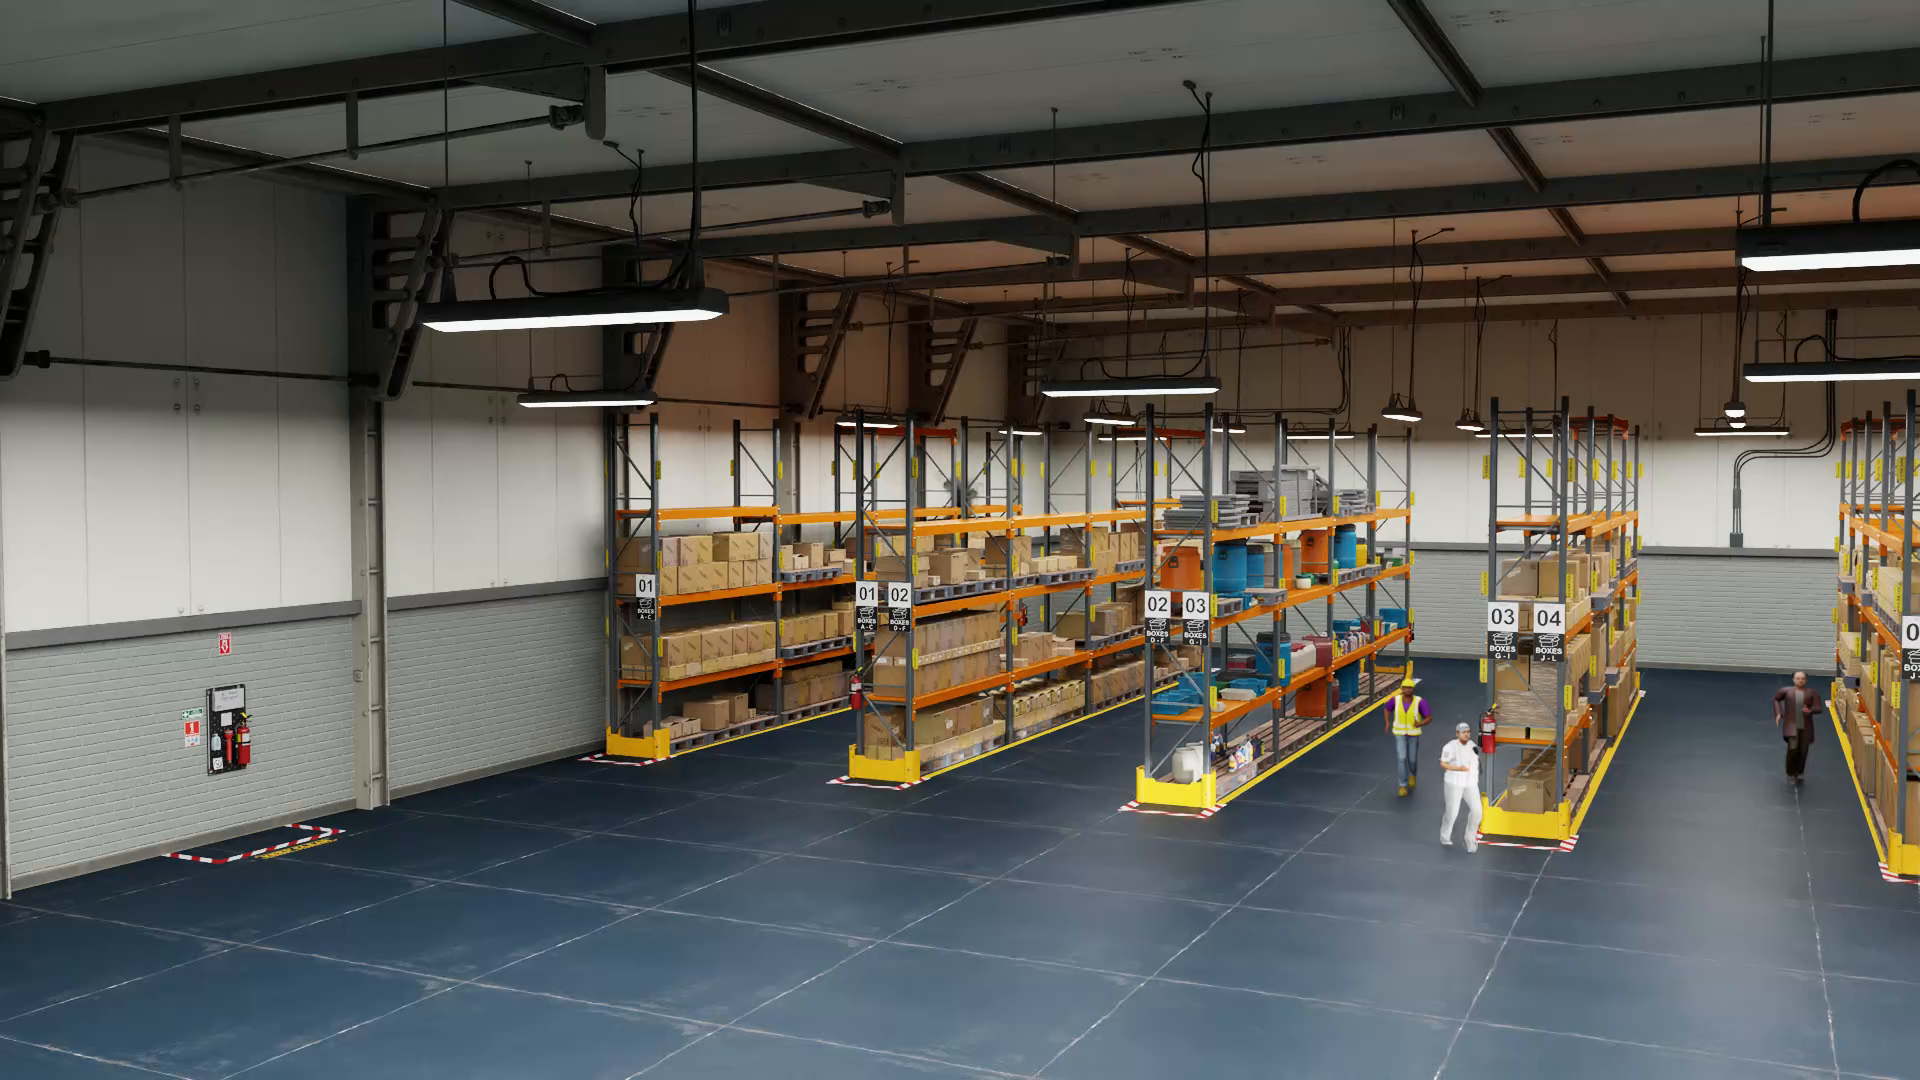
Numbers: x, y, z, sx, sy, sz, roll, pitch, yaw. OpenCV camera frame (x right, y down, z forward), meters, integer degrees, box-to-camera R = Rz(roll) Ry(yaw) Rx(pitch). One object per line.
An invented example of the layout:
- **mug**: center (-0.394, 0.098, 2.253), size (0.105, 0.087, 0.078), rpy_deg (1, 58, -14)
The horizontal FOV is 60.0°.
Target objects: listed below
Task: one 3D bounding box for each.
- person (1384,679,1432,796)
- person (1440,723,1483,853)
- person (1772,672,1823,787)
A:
- **person**: center (6.929, 3.020, 25.755), size (0.718, 1.763, 0.900), rpy_deg (1, 3, 17)
- **person**: center (6.614, 3.269, 21.884), size (0.606, 1.718, 0.647), rpy_deg (0, 2, -9)
- **person**: center (13.319, 3.008, 26.430), size (0.670, 1.834, 0.809), rpy_deg (1, 2, 16)
